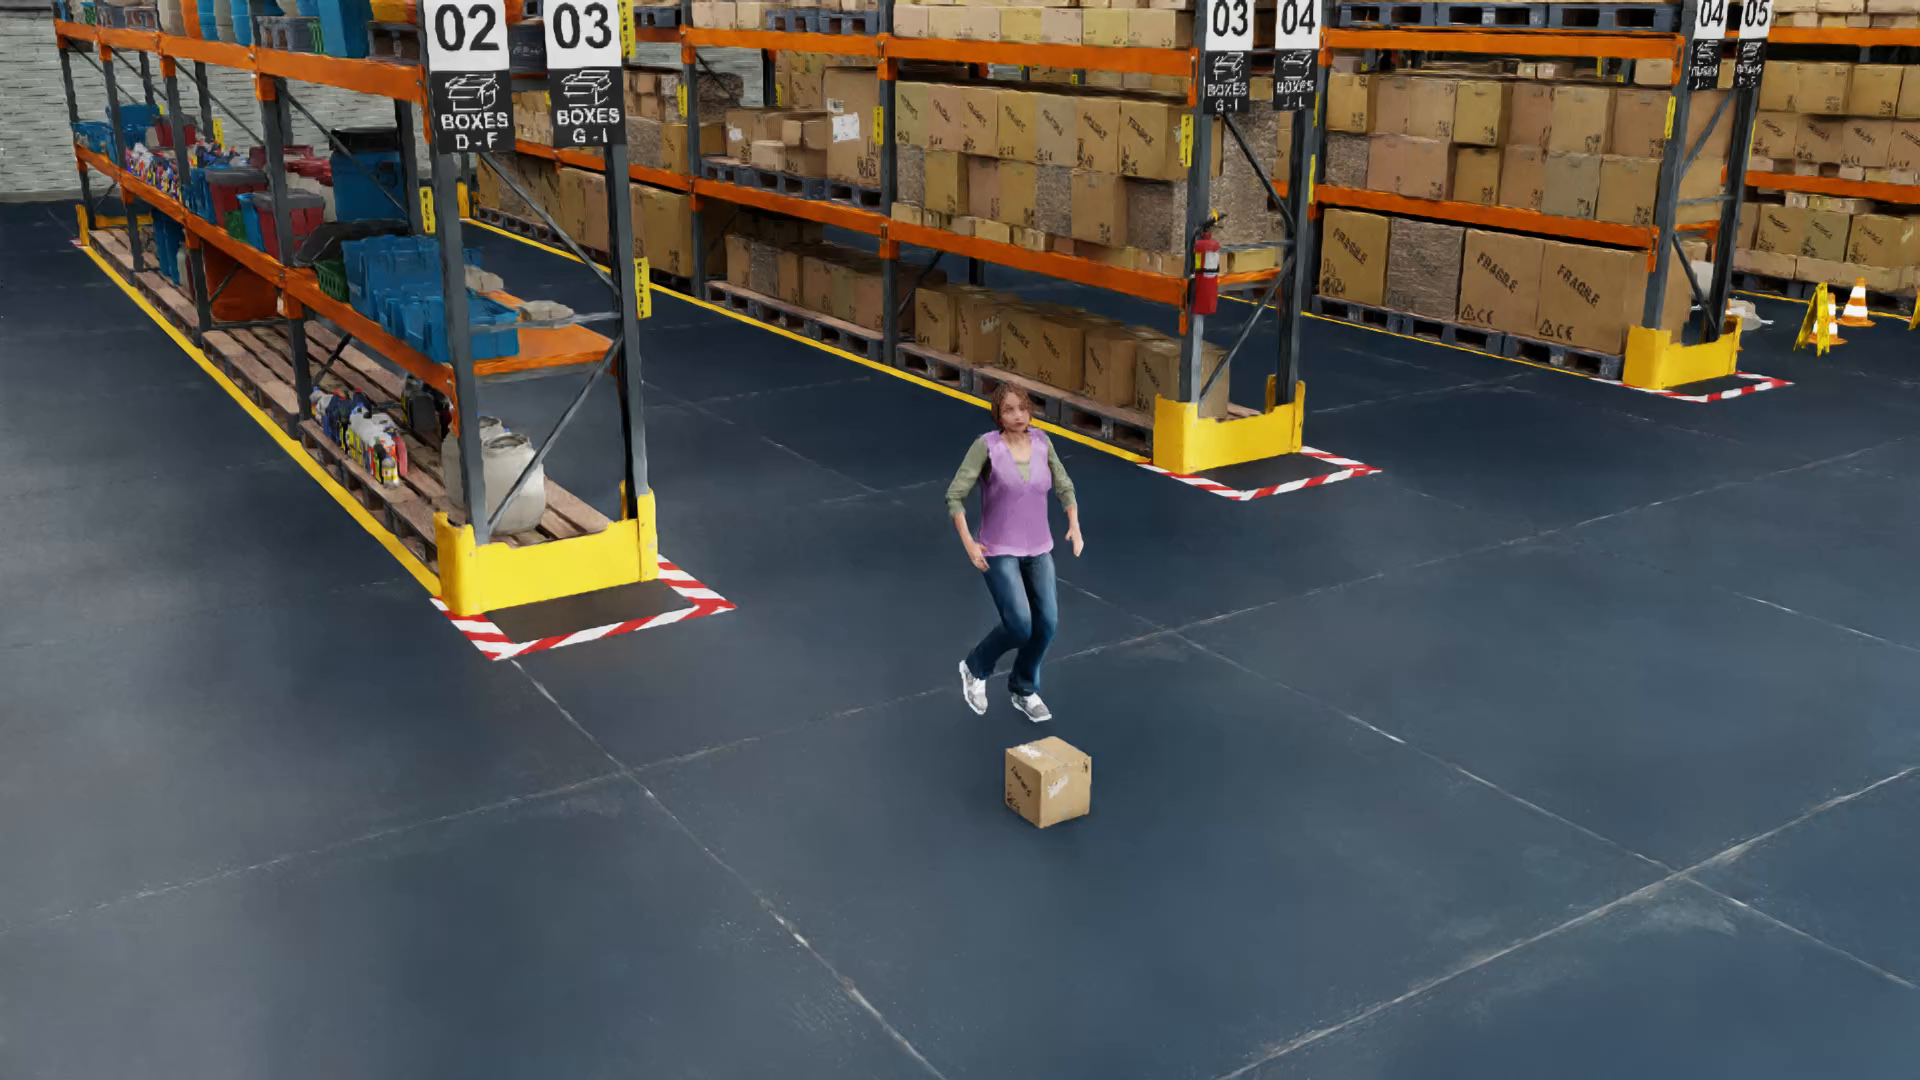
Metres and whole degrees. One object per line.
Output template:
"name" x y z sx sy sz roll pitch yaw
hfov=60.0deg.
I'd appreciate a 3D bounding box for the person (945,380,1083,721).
"person" 0.282 0.071 7.407 0.600 1.572 0.435 -11 21 -29
